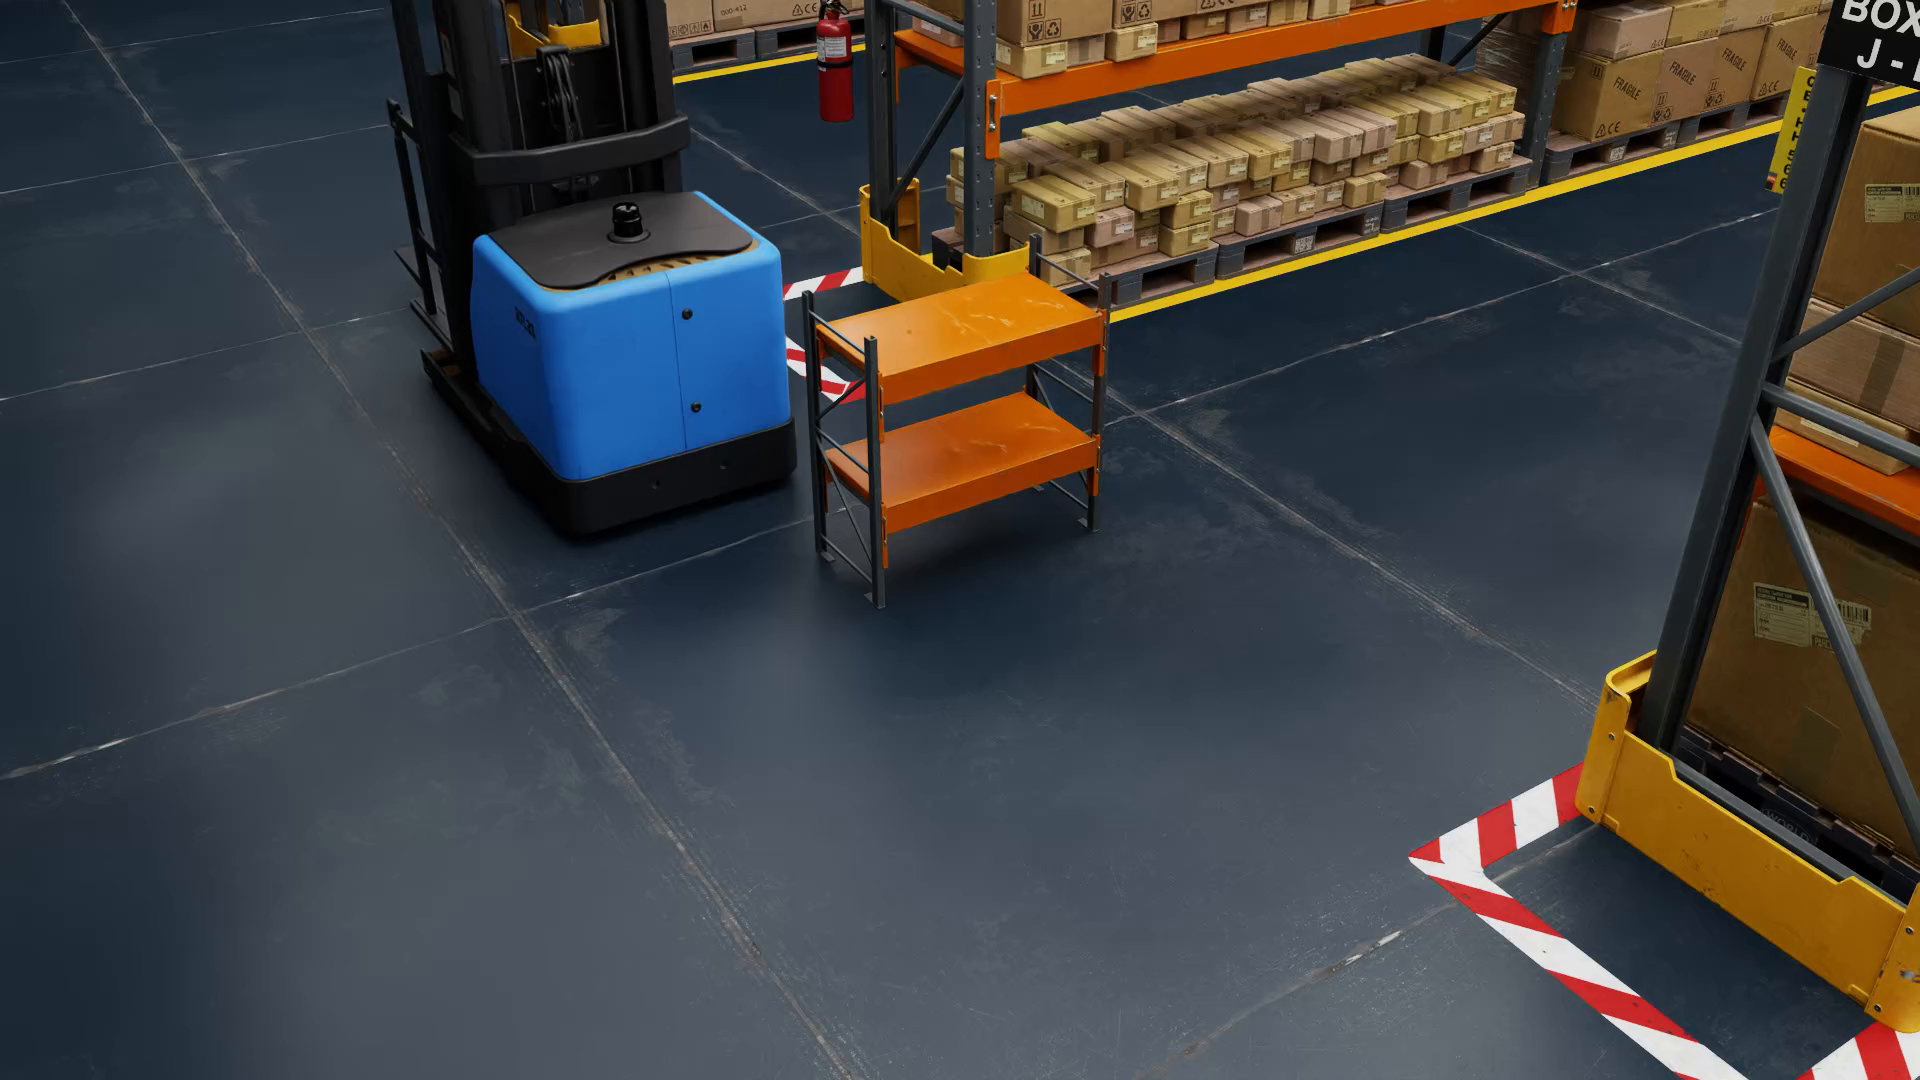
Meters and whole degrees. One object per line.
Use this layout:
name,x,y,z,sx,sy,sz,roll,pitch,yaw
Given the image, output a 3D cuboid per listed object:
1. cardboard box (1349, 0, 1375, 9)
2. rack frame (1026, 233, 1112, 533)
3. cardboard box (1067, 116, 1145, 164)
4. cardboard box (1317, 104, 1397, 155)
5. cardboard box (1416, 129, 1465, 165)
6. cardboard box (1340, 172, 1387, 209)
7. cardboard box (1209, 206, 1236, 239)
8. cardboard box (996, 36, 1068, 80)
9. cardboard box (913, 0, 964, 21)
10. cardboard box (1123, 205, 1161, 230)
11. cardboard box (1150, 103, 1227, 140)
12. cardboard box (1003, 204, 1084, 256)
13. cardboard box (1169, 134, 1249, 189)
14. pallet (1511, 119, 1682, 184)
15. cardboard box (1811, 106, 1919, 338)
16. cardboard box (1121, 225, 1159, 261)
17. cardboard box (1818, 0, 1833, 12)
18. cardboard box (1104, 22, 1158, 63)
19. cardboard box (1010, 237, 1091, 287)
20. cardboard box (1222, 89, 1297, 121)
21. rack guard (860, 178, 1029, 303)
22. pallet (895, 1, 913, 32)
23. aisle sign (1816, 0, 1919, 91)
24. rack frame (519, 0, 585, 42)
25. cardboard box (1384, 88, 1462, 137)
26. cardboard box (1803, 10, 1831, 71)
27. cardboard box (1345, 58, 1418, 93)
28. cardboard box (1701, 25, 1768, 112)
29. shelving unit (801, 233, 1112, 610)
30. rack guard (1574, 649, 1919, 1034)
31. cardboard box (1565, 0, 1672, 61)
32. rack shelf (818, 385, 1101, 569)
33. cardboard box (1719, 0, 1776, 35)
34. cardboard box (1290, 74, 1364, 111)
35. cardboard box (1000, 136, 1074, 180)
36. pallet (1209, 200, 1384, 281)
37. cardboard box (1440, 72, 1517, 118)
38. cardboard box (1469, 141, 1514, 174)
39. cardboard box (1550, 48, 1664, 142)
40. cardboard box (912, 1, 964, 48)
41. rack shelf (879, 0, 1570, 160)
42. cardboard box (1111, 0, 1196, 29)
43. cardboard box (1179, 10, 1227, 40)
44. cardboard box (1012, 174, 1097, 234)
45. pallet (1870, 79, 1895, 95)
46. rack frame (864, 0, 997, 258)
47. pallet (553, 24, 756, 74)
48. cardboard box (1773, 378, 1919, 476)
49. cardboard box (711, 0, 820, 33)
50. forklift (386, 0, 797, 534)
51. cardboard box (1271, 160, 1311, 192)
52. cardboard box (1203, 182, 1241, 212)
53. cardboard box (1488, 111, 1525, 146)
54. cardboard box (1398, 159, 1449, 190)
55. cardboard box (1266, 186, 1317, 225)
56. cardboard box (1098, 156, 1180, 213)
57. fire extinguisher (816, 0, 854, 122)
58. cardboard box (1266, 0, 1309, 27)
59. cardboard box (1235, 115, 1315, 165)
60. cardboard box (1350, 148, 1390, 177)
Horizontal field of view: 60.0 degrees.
cardboard box,1.994,-2.948,8.848,0.250,0.149,0.380,-20,37,-28
rack frame,0.422,-0.621,6.680,0.032,1.125,0.500,-19,37,-27
cardboard box,0.796,-2.180,9.115,0.250,0.149,0.380,-21,38,-29
cardboard box,2.212,-2.298,9.303,0.250,0.149,0.380,-21,38,-30
cardboard box,2.678,-2.316,9.609,0.250,0.149,0.380,-20,38,-29
cardboard box,2.192,-2.027,9.431,0.250,0.149,0.380,-19,37,-27
cardboard box,1.276,-1.773,9.027,0.250,0.149,0.380,-19,37,-27
cardboard box,0.295,-2.305,7.828,0.250,0.149,0.380,-19,37,-28
cardboard box,0.083,-2.878,8.129,0.500,0.500,0.500,-18,37,-26
cardboard box,0.843,-1.763,8.733,0.250,0.149,0.380,-18,37,-27
cardboard box,1.273,-2.309,9.320,0.250,0.149,0.380,-20,38,-29
cardboard box,0.424,-1.599,8.473,0.250,0.149,0.380,-17,36,-25
cardboard box,1.319,-2.021,8.863,0.250,0.149,0.380,-17,36,-25
pallet,3.860,-2.667,10.781,1.213,0.211,1.003,-19,37,-27
cardboard box,2.714,-0.850,4.444,0.500,0.500,0.500,-18,37,-27
cardboard box,0.839,-1.632,8.804,0.250,0.149,0.380,-19,37,-27
cardboard box,5.718,-3.749,11.128,0.500,0.250,0.500,-18,37,-27
cardboard box,0.741,-2.451,8.059,0.250,0.149,0.380,-20,37,-29
cardboard box,0.459,-1.444,8.507,0.250,0.149,0.380,-18,37,-26
cardboard box,1.706,-2.451,9.545,0.250,0.149,0.380,-21,38,-29
rack guard,-0.091,-1.429,8.547,0.348,0.500,1.175,-19,37,-27
pallet,-0.242,-4.447,13.602,1.213,0.211,1.003,-19,37,-27
aisle sign,2.224,-1.425,3.760,0.004,0.787,0.394,-19,37,-27
rack frame,-2.922,-4.655,11.318,0.127,3.000,1.000,-19,37,-27
cardboard box,2.650,-2.458,9.556,0.250,0.149,0.380,-19,37,-28
cardboard box,5.719,-3.442,11.344,0.500,0.500,0.500,-17,36,-25
cardboard box,2.541,-2.785,10.074,0.250,0.149,0.380,-17,36,-25
cardboard box,4.848,-3.147,10.877,0.500,0.500,0.500,-18,37,-26
shelving unit,-0.006,-0.474,6.447,1.048,1.125,0.538,-19,37,-27
rack guard,2.427,0.853,4.929,0.348,0.500,1.175,-19,37,-27
cardboard box,3.971,-3.154,10.184,0.500,0.250,0.500,-21,38,-29
rack shelf,-0.006,-0.267,6.577,1.000,0.278,0.538,-19,37,-27
cardboard box,4.848,-3.454,10.661,0.500,0.250,0.500,-18,36,-26
cardboard box,2.149,-2.604,9.787,0.250,0.149,0.380,-20,37,-28
cardboard box,0.395,-2.002,8.833,0.250,0.149,0.380,-18,37,-26
pallet,1.635,-1.877,9.527,1.213,0.211,1.003,-19,37,-27
cardboard box,3.049,-2.625,9.820,0.250,0.149,0.380,-18,36,-26
cardboard box,3.062,-2.327,9.905,0.250,0.149,0.380,-18,37,-27
cardboard box,3.972,-2.836,10.384,0.500,0.500,0.500,-17,36,-25
cardboard box,-0.034,-2.579,8.263,0.250,0.149,0.380,-19,37,-27
rack shelf,1.526,-2.739,8.954,4.000,0.370,1.077,-19,37,-27
cardboard box,0.808,-2.805,8.012,0.500,0.500,0.500,-19,37,-27
cardboard box,1.126,-2.655,8.383,0.250,0.149,0.380,-19,37,-28
cardboard box,0.469,-1.687,8.334,0.250,0.149,0.380,-21,38,-29
pallet,5.911,-3.373,11.899,1.213,0.211,1.003,-19,37,-27
rack frame,-0.155,-2.465,7.846,0.127,3.000,1.000,-19,37,-27
pallet,-2.292,-3.742,12.484,1.213,0.211,1.003,-19,37,-27
cardboard box,2.568,-0.356,4.738,0.250,0.149,0.380,-18,37,-26
cardboard box,-1.657,-4.253,12.689,0.875,0.438,0.875,-18,36,-26
forklift,-1.904,-2.015,7.198,1.130,2.935,3.031,-18,37,-27
cardboard box,1.727,-2.078,9.233,0.250,0.149,0.380,-17,36,-25
cardboard box,1.289,-1.908,8.963,0.250,0.149,0.380,-21,38,-29
cardboard box,3.114,-2.485,9.878,0.250,0.149,0.380,-18,37,-26
cardboard box,2.611,-2.184,9.679,0.250,0.149,0.380,-20,38,-29
cardboard box,1.752,-1.898,9.225,0.250,0.149,0.380,-19,37,-27
cardboard box,0.917,-1.836,8.570,0.250,0.149,0.380,-19,37,-27
fire extinguisher,-0.617,-2.408,8.178,0.183,0.674,0.296,-19,37,-27
cardboard box,1.578,-2.779,8.579,0.250,0.149,0.380,-18,36,-26
cardboard box,1.724,-2.192,9.135,0.250,0.149,0.380,-19,37,-27
cardboard box,2.210,-2.205,9.434,0.250,0.149,0.380,-18,36,-26
